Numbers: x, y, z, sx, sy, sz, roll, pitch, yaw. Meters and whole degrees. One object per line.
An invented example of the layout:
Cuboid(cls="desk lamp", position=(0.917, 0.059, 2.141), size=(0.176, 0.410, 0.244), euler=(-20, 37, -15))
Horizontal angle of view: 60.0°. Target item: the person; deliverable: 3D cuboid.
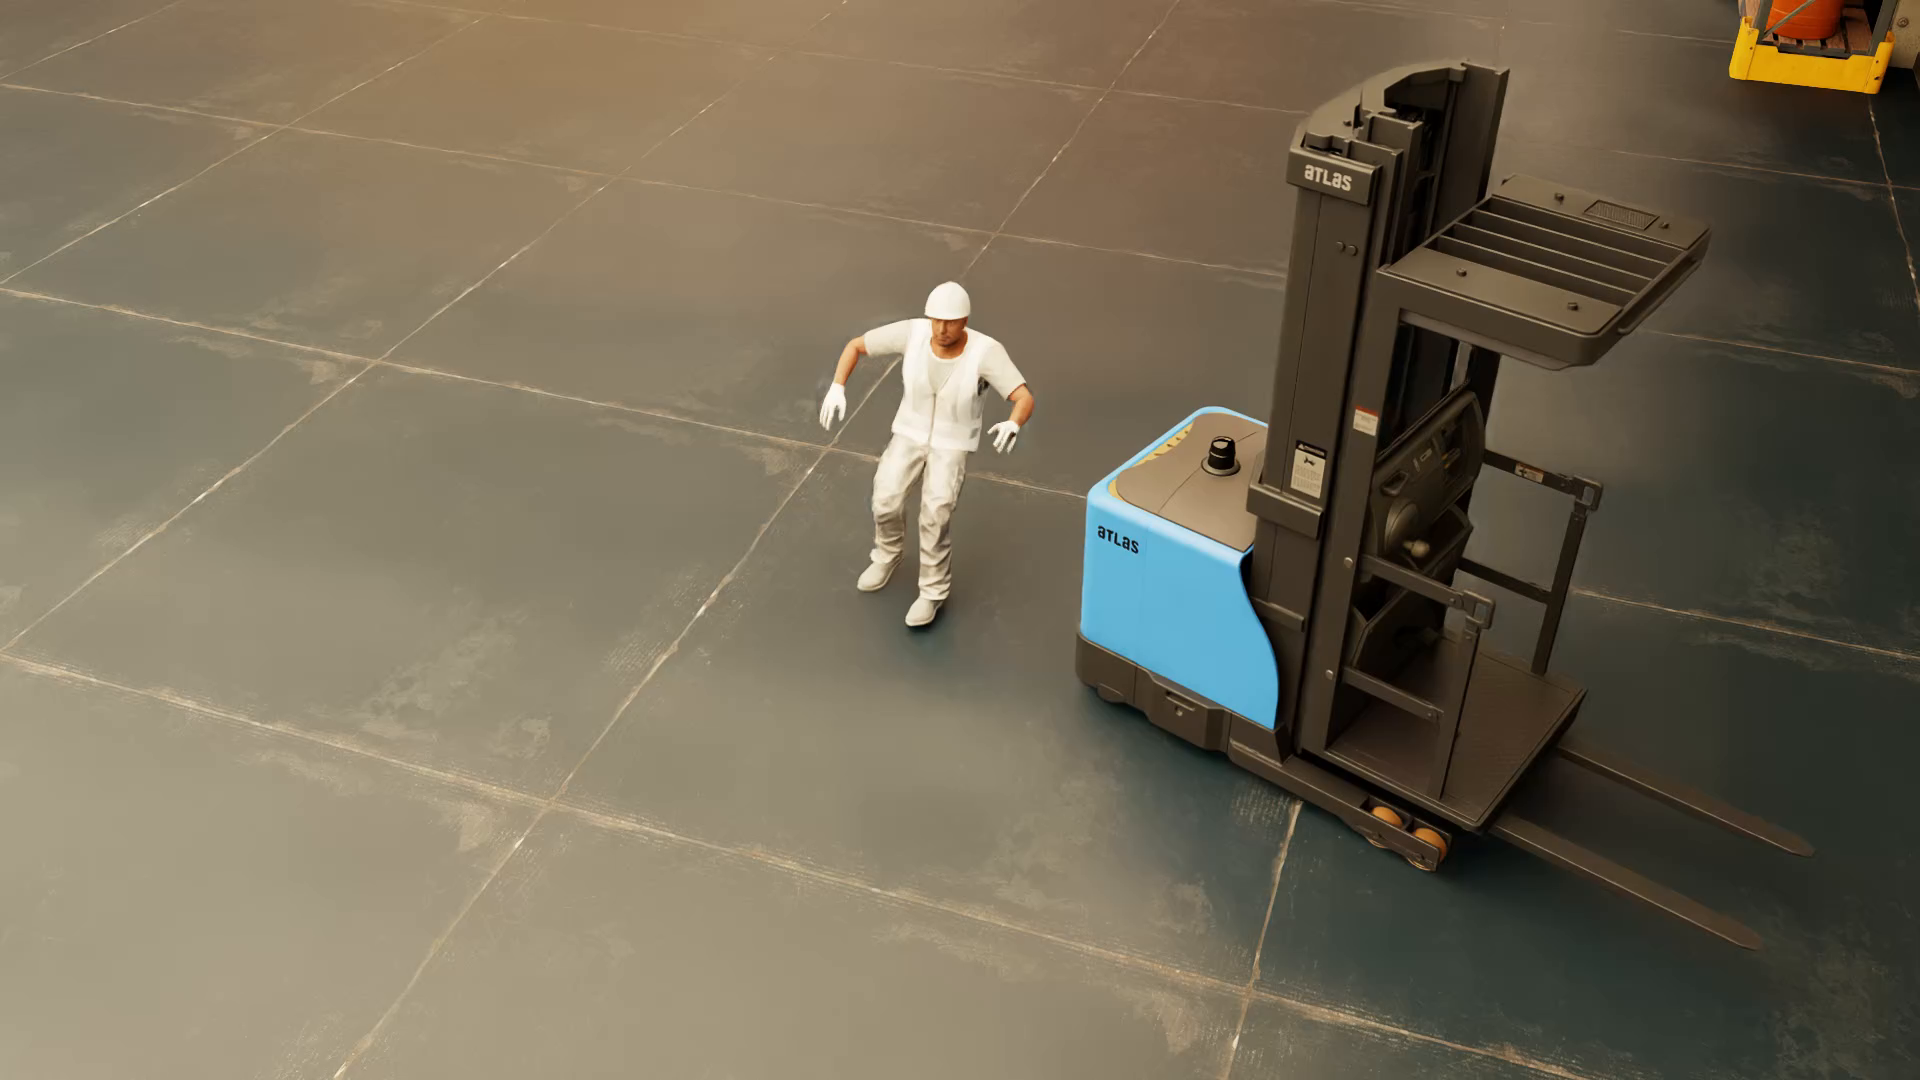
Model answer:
Cuboid(cls="person", position=(-0.173, -0.423, 7.919), size=(1.027, 1.543, 0.882), euler=(5, 36, 7))

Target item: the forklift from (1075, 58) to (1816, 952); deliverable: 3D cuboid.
Cuboid(cls="forklift", position=(1.989, -0.204, 6.399), size=(3.031, 2.935, 1.130), euler=(25, 43, 31))
